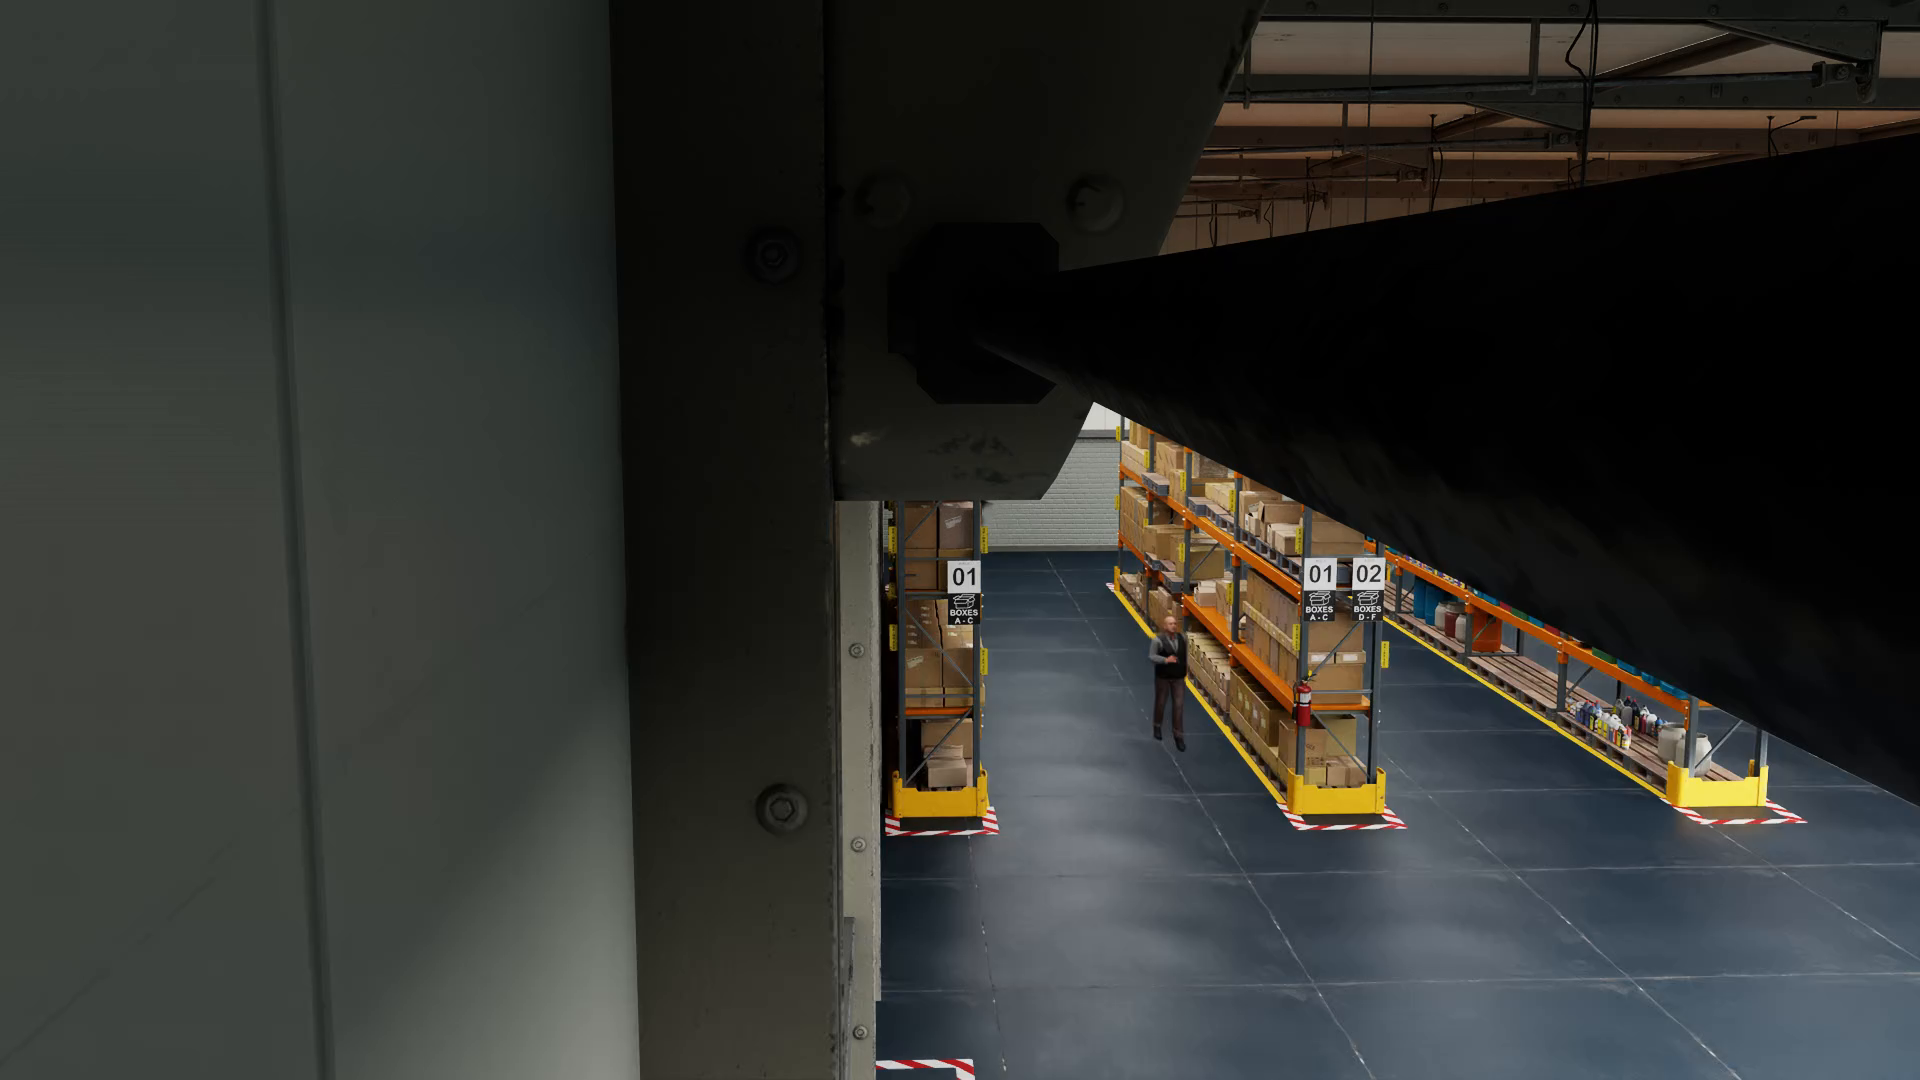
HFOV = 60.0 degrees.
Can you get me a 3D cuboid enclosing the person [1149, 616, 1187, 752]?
[{"bbox_3d":[2.858,1.938,22.710,0.645,1.823,0.770,-2,8,-11],"label":"person"}]
